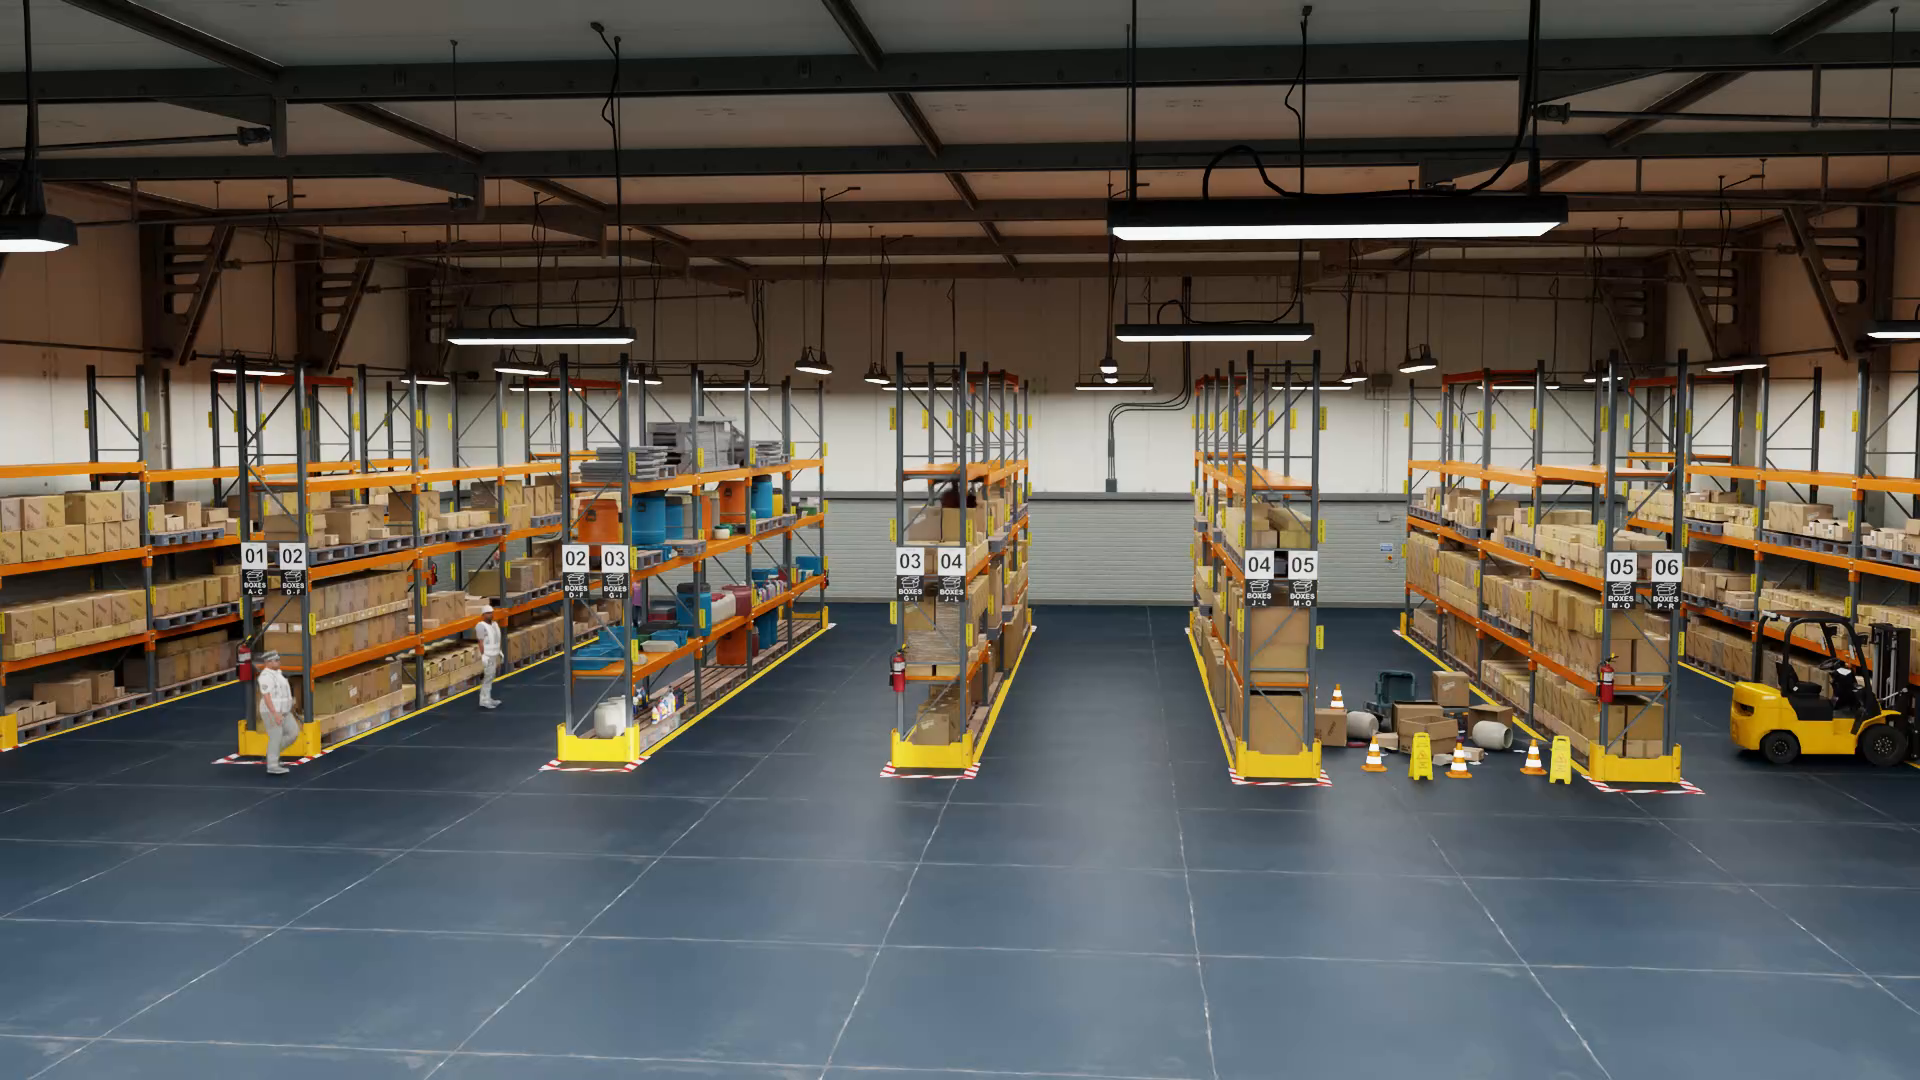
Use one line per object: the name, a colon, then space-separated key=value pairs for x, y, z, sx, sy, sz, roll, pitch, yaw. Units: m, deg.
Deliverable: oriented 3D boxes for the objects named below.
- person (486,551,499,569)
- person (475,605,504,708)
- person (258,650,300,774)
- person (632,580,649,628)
person: x=-11.914 y=1.112 z=42.775 sx=0.524 sy=1.684 sz=0.910 roll=0 pitch=4 yaw=-3
person: x=-8.269 y=2.053 z=29.242 sx=0.438 sy=1.828 sz=0.587 roll=0 pitch=4 yaw=-4
person: x=-9.693 y=2.432 z=23.579 sx=0.467 sy=1.774 sz=0.542 roll=1 pitch=4 yaw=8
person: x=-7.370 y=1.497 z=38.144 sx=0.465 sy=1.570 sz=0.624 roll=0 pitch=4 yaw=3
